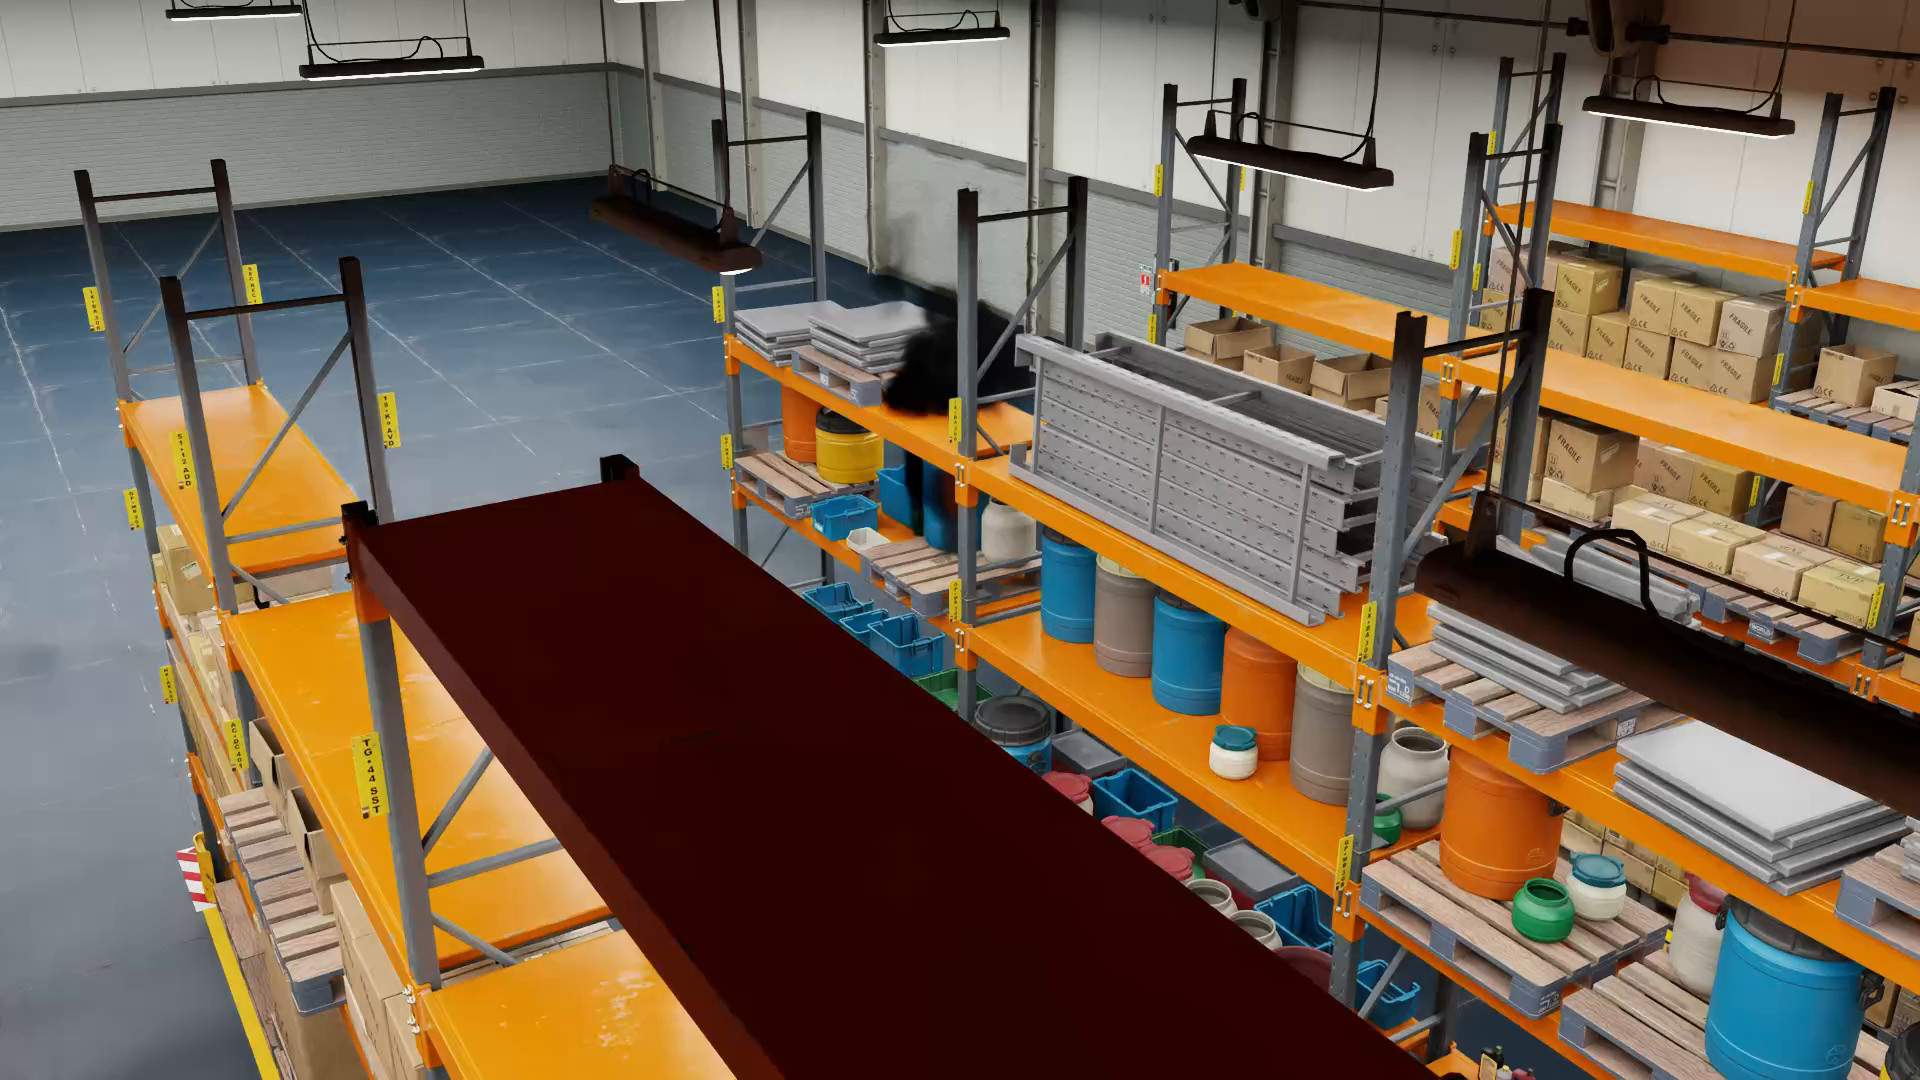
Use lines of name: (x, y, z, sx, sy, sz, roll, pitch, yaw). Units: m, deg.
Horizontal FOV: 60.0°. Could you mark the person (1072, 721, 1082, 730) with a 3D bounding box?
person: (1.141, 1.466, 14.685, 0.649, 1.821, 0.610, -14, 26, -31)
